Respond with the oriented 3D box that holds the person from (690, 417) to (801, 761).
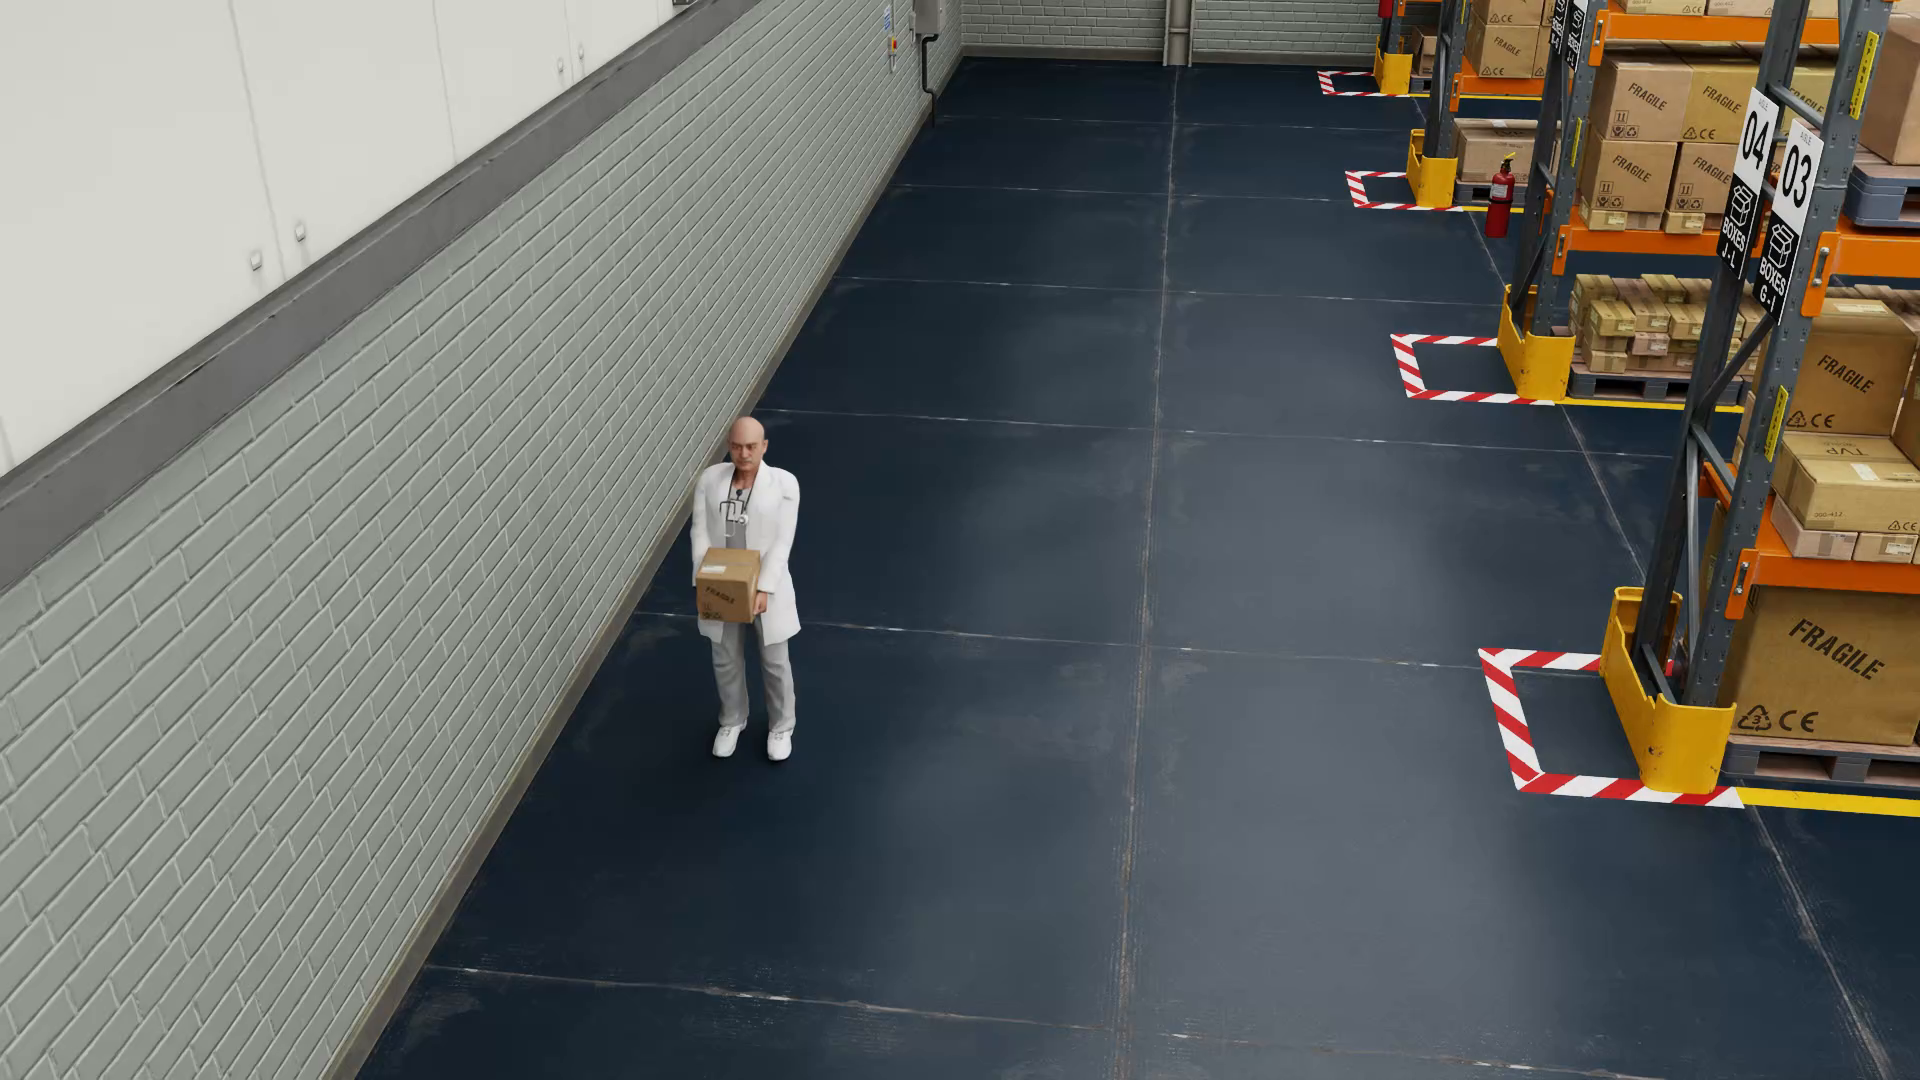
[{"bbox_3d":[-1.058,0.289,8.102,0.518,1.770,0.555,4,28,7],"label":"person"}]
